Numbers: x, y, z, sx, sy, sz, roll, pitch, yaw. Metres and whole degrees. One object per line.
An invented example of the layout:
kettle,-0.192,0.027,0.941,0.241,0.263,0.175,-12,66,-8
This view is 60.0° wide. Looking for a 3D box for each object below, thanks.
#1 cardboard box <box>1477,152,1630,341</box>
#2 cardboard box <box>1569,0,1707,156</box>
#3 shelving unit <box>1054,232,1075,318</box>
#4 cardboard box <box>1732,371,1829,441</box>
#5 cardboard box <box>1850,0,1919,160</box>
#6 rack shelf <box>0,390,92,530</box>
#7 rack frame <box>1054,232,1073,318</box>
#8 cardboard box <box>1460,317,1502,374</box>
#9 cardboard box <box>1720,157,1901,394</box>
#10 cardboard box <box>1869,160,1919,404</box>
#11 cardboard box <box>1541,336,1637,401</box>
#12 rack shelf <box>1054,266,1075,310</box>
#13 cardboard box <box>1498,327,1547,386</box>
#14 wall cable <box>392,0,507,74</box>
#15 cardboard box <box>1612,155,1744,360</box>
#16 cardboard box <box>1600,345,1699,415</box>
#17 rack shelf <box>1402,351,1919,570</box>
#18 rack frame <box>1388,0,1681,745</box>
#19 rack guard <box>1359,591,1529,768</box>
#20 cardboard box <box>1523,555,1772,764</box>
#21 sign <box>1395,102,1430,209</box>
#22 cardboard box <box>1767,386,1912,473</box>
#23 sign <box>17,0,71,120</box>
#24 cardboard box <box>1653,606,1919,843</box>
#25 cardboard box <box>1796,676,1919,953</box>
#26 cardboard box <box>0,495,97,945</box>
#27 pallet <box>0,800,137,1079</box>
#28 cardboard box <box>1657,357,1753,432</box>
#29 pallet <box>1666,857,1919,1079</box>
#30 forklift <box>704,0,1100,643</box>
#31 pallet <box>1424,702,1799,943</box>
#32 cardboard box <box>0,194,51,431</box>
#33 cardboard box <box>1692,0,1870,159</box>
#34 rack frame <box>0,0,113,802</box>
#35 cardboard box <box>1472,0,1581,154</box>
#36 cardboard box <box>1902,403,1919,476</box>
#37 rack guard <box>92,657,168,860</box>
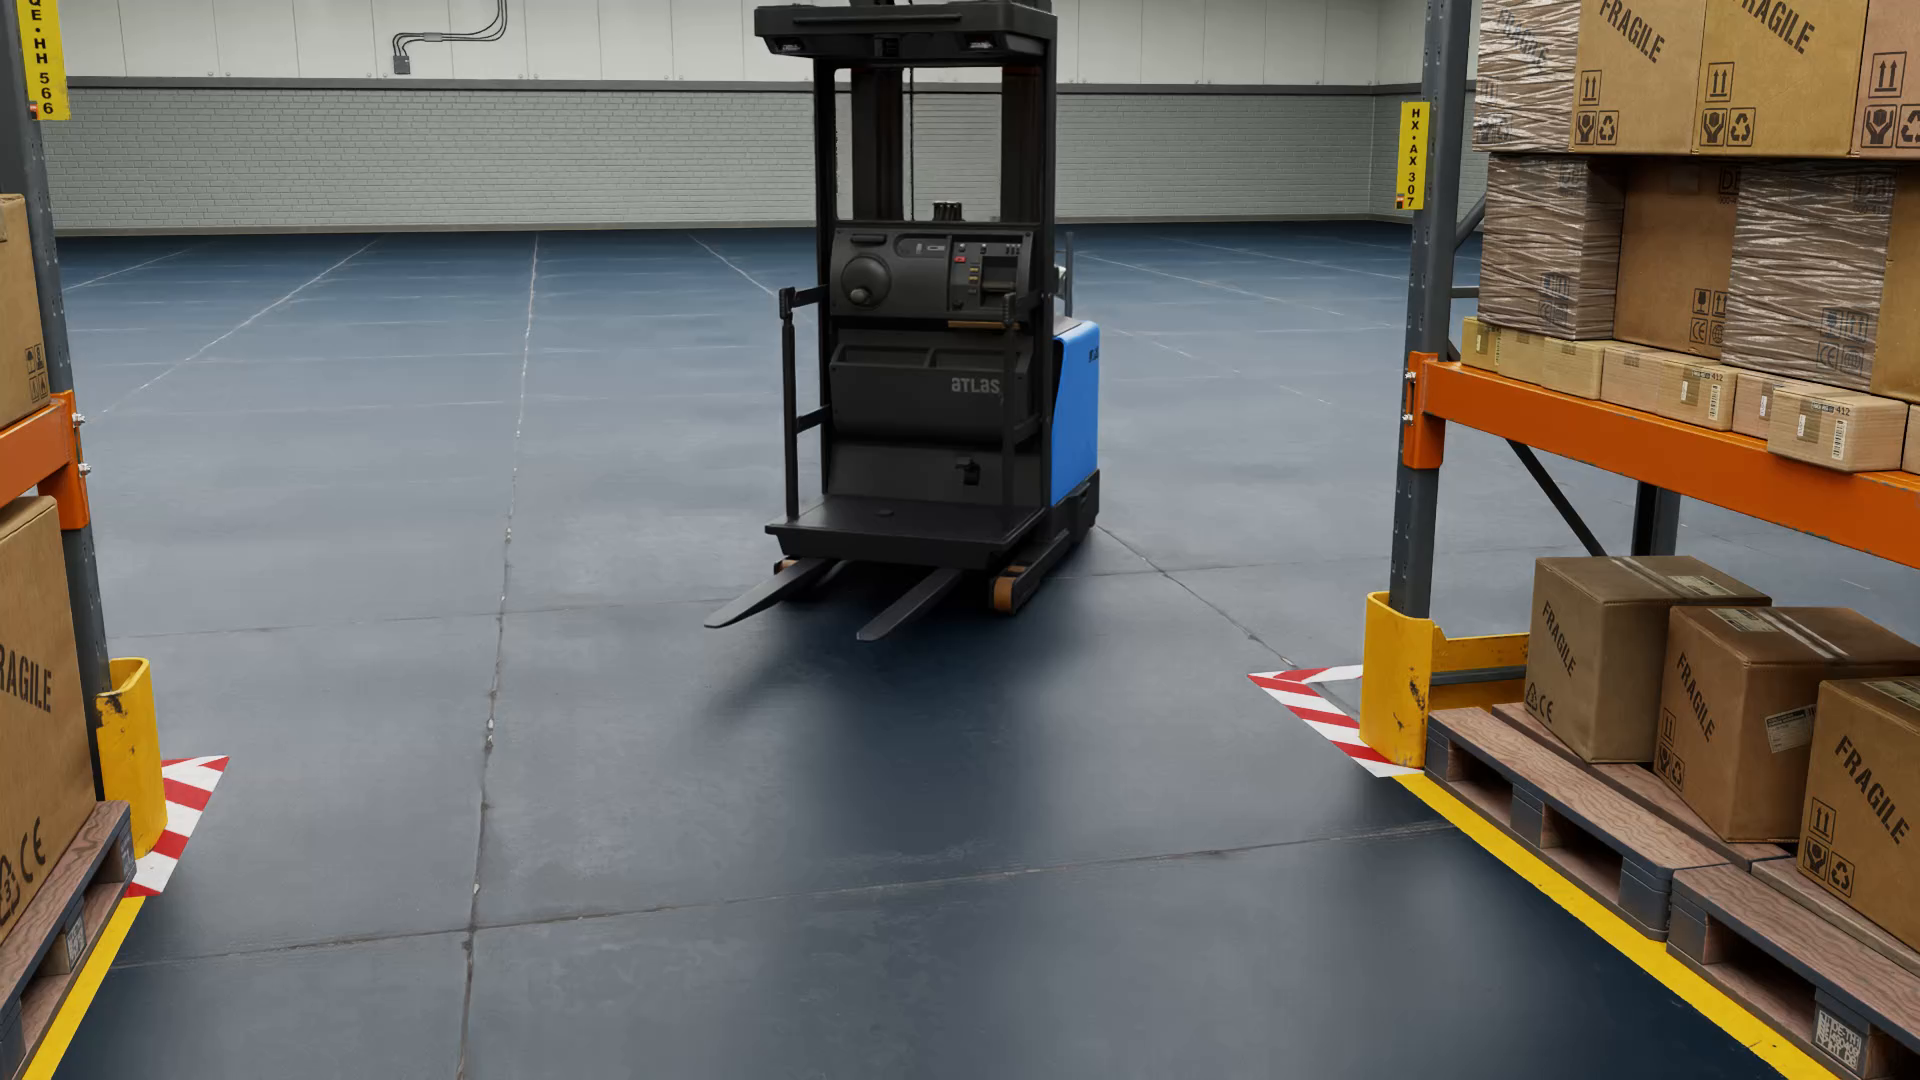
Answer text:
cardboard box,2.040,-0.868,4.823,0.875,0.500,0.500,-3,14,-13
cardboard box,1.912,-1.225,4.175,0.500,0.500,0.500,-3,14,-13
shelving unit,0.331,-0.966,9.219,0.431,1.500,0.755,-2,14,-10
cardboard box,2.073,-0.315,3.924,0.380,0.149,0.250,-3,14,-13
cardboard box,2.154,-0.994,3.232,0.500,0.500,0.500,-3,14,-13
rack shelf,-2.438,0.260,2.557,1.077,0.370,4.000,-3,14,-13
rack frame,0.396,-0.880,8.870,0.400,1.500,0.023,-2,14,-10
cardboard box,1.773,-0.603,5.102,0.380,0.149,0.250,-3,14,-13
cardboard box,2.349,-0.642,3.897,0.875,0.500,0.500,-3,14,-13
cardboard box,2.455,-0.526,3.422,0.875,0.500,0.500,-3,14,-13
cardboard box,1.857,-0.485,4.622,0.380,0.149,0.250,-3,14,-13
rack shelf,0.331,-1.345,9.127,0.431,0.370,0.720,-2,14,-10
cardboard box,1.813,-0.544,4.862,0.380,0.149,0.250,-3,14,-13
wall cable,-10.453,-12.529,33.583,2.305,6.003,0.169,-3,14,-13
cardboard box,2.274,-0.760,4.378,0.875,0.500,0.500,-3,14,-13
cardboard box,1.936,-0.429,4.391,0.380,0.149,0.250,-3,14,-13
rack shelf,2.407,0.007,3.593,1.077,0.370,4.000,-3,14,-13
rack frame,1.937,-0.804,5.396,1.000,3.000,0.127,-3,14,-13
rack guard,1.955,0.428,5.621,1.175,0.500,0.348,-3,14,-13
cardboard box,2.068,0.352,5.049,0.500,0.500,0.500,-1,14,-3
sign,1.410,-1.194,5.169,0.100,0.325,0.005,-3,14,-13
cardboard box,2.031,-0.251,3.664,0.380,0.149,0.250,-3,14,-13
sign,-2.377,-1.255,4.305,0.100,0.325,0.005,-3,14,-13
cardboard box,2.241,0.488,4.493,0.500,0.500,0.500,0,14,2
cardboard box,2.370,0.633,3.897,0.500,0.500,0.500,-2,14,-8
cardboard box,-2.684,0.430,3.937,0.875,0.875,0.875,-3,14,-13
pallet,-2.644,0.984,3.954,1.003,0.211,1.213,-3,14,-13
cardboard box,1.987,-0.371,4.153,0.380,0.149,0.250,-3,14,-13
pallet,2.395,1.039,3.730,1.003,0.211,1.213,-3,14,-13
forklift,-0.192,-1.209,7.200,1.130,2.935,3.031,4,14,17
pallet,2.112,0.758,4.880,1.003,0.211,1.213,-3,14,-13
cardboard box,-2.776,-0.540,4.002,0.875,0.550,0.550,-3,14,-13
cardboard box,2.031,-1.109,3.703,0.500,0.500,0.500,-3,14,-13
rack frame,-2.908,-0.550,4.360,1.000,3.000,0.127,-3,14,-13
cardboard box,1.802,-1.340,4.649,0.500,0.500,0.500,-3,14,-13
cardboard box,2.218,-0.201,3.458,0.380,0.149,0.250,-3,14,-13
rack guard,-2.913,0.658,4.679,1.175,0.500,0.348,-3,14,-13
